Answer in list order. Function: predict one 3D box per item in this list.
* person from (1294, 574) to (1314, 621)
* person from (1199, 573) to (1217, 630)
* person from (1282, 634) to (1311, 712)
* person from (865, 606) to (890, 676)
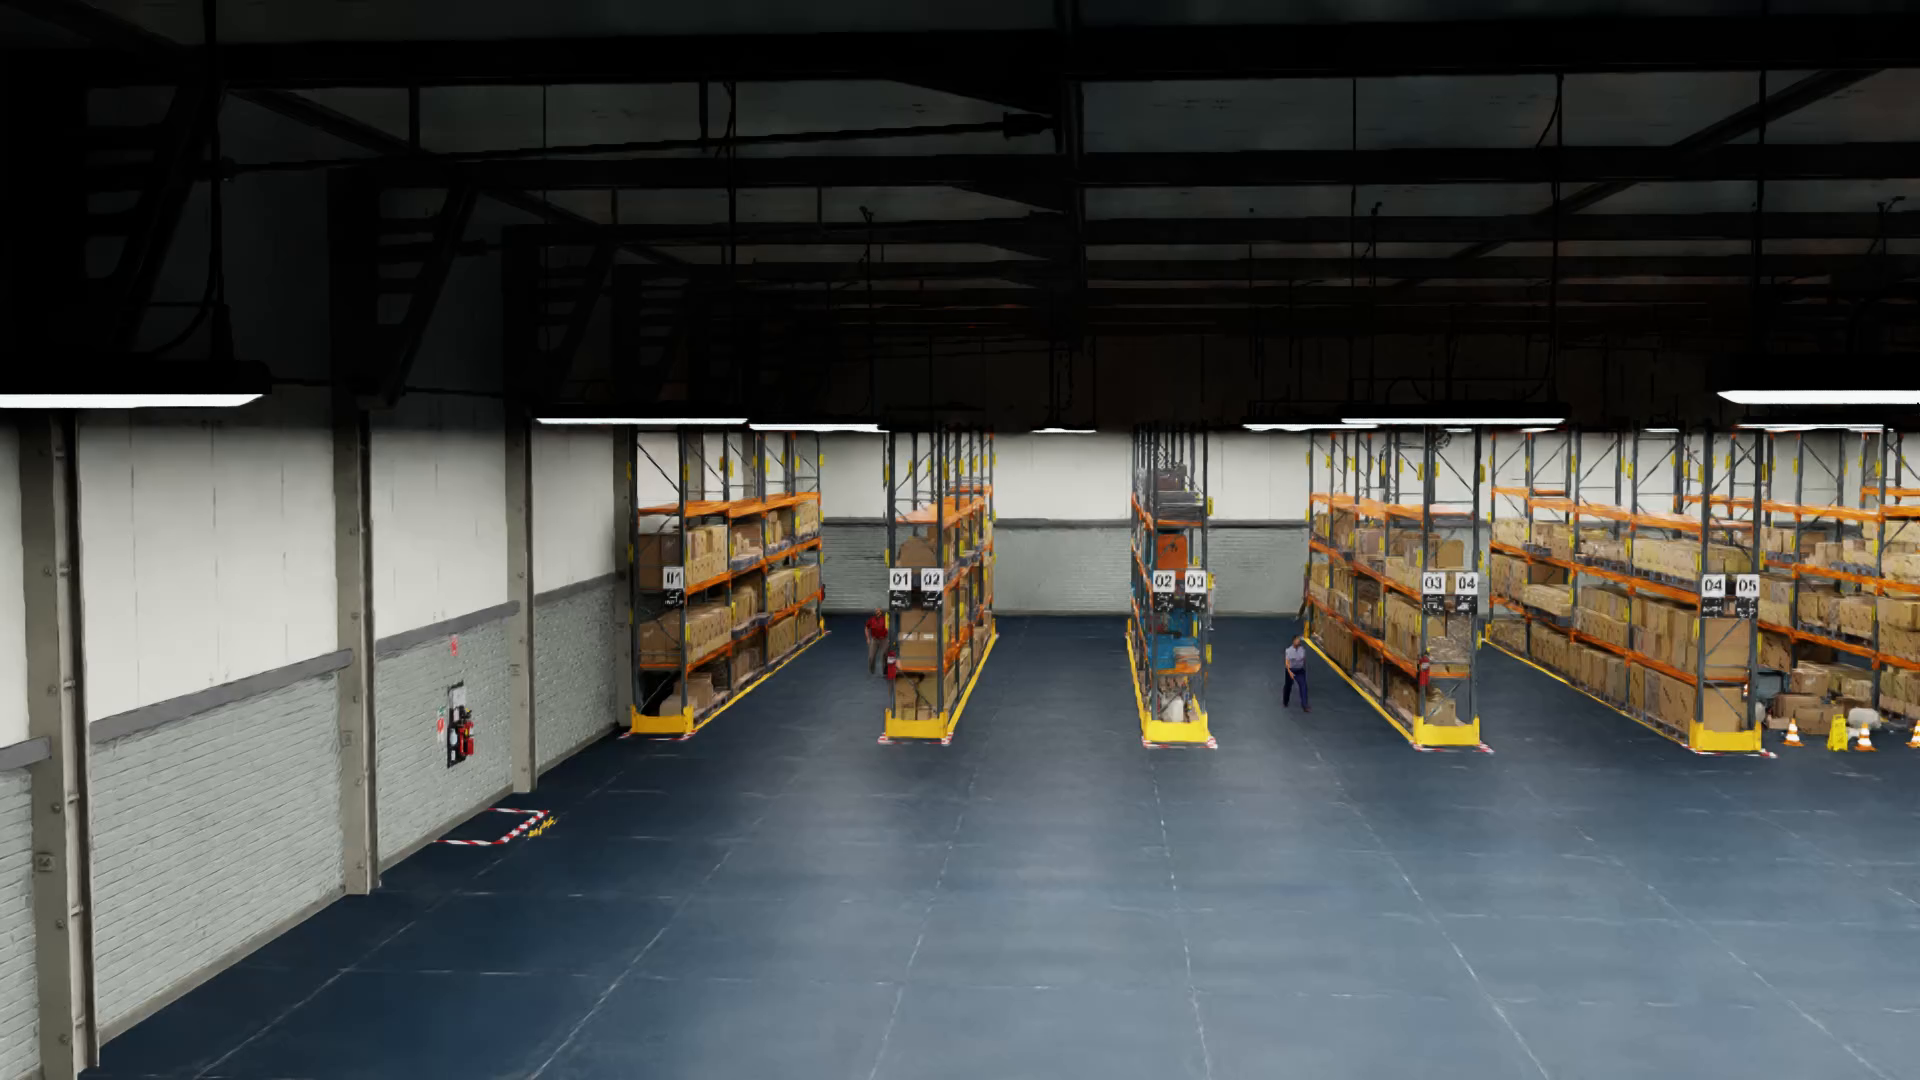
[{"bbox_3d":[10.638,1.616,51.061,0.785,1.763,0.515,-3,5,-38],"label":"person"},{"bbox_3d":[7.258,1.798,48.698,0.449,1.667,0.623,3,4,35],"label":"person"},{"bbox_3d":[6.944,2.745,34.464,0.478,1.567,1.000,0,4,-4],"label":"person"},{"bbox_3d":[-1.918,2.396,39.429,0.682,1.676,0.535,0,4,3],"label":"person"}]
